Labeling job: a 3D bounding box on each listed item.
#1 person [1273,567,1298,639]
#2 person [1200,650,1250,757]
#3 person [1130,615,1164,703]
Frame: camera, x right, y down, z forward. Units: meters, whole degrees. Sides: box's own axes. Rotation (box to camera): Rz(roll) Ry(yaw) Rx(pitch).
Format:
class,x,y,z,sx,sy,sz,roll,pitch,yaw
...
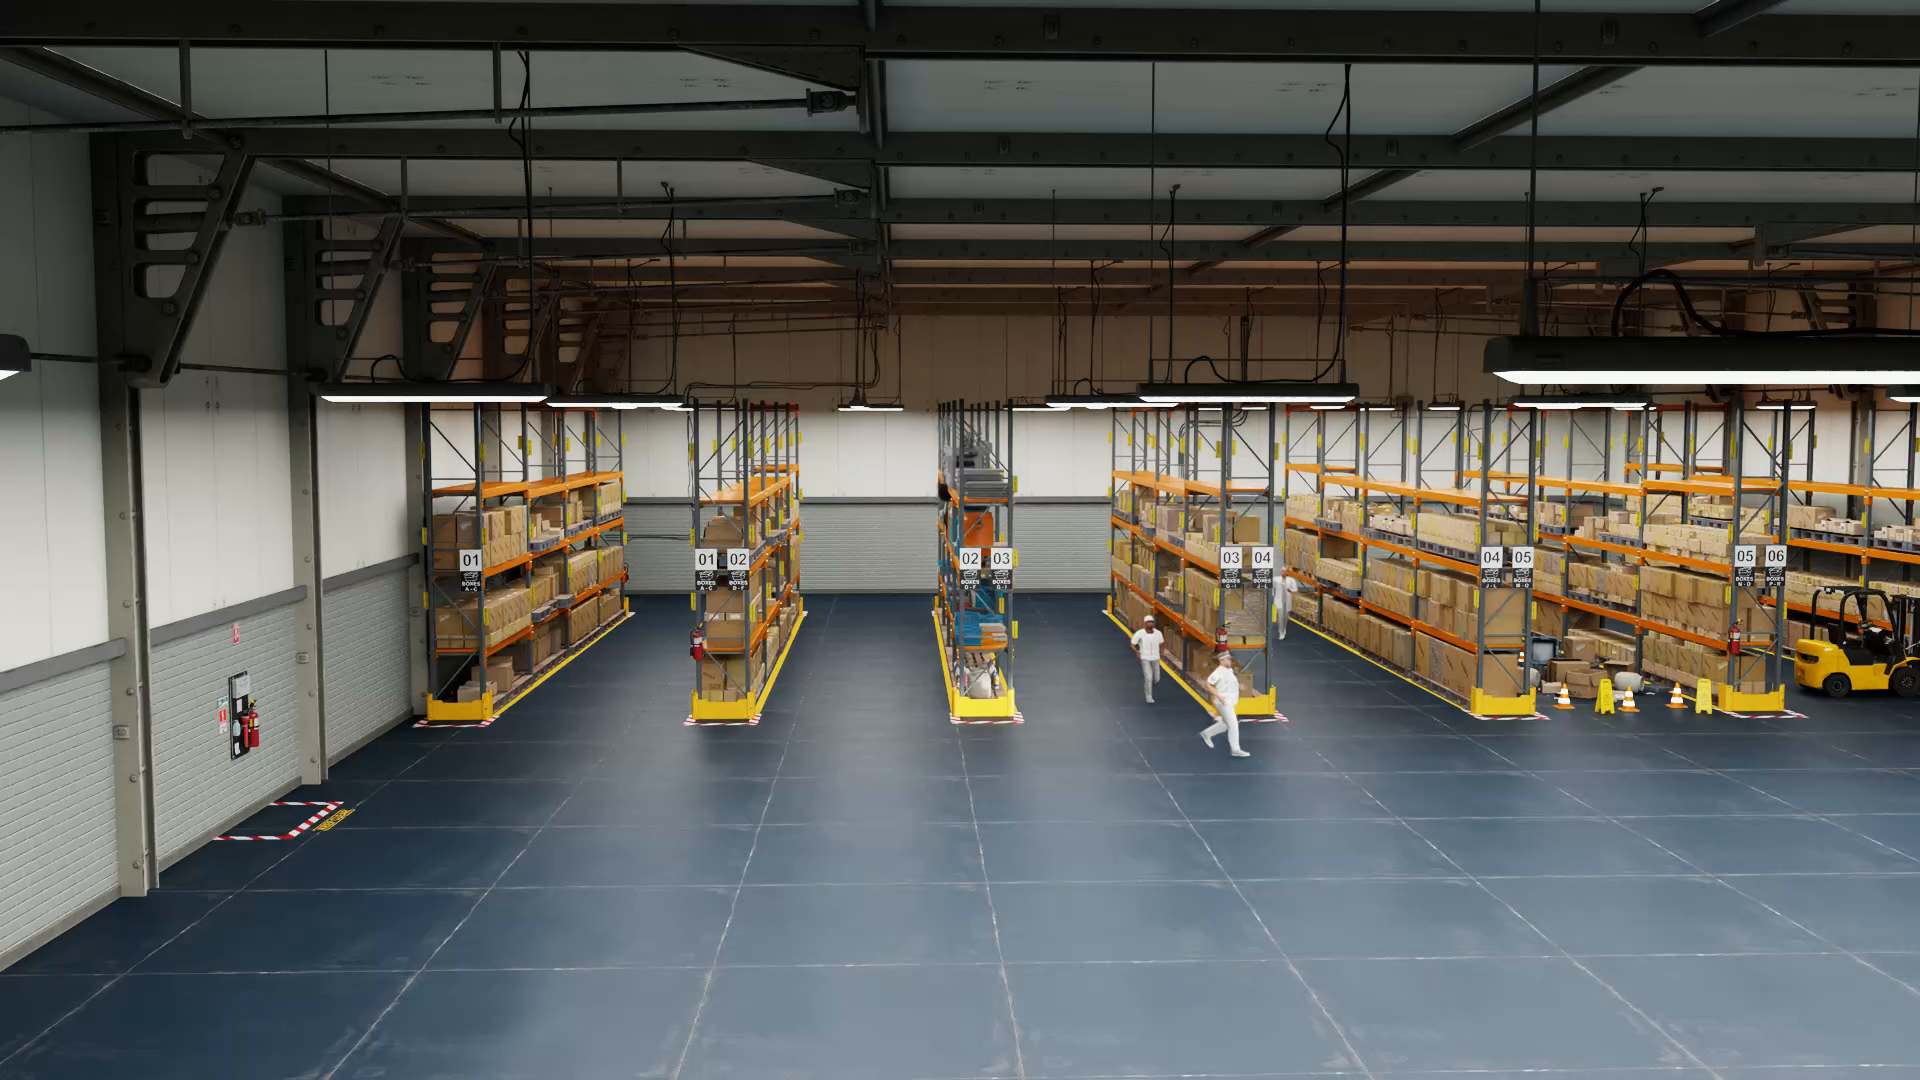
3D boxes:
class,x,y,z,sx,sy,sz,roll,pitch,yaw
person,8.248,1.584,42.406,0.695,1.788,0.948,0,4,1
person,4.436,2.716,27.862,0.943,1.754,0.673,3,5,31
person,3.741,2.354,33.048,0.704,1.723,0.696,-1,4,-12
